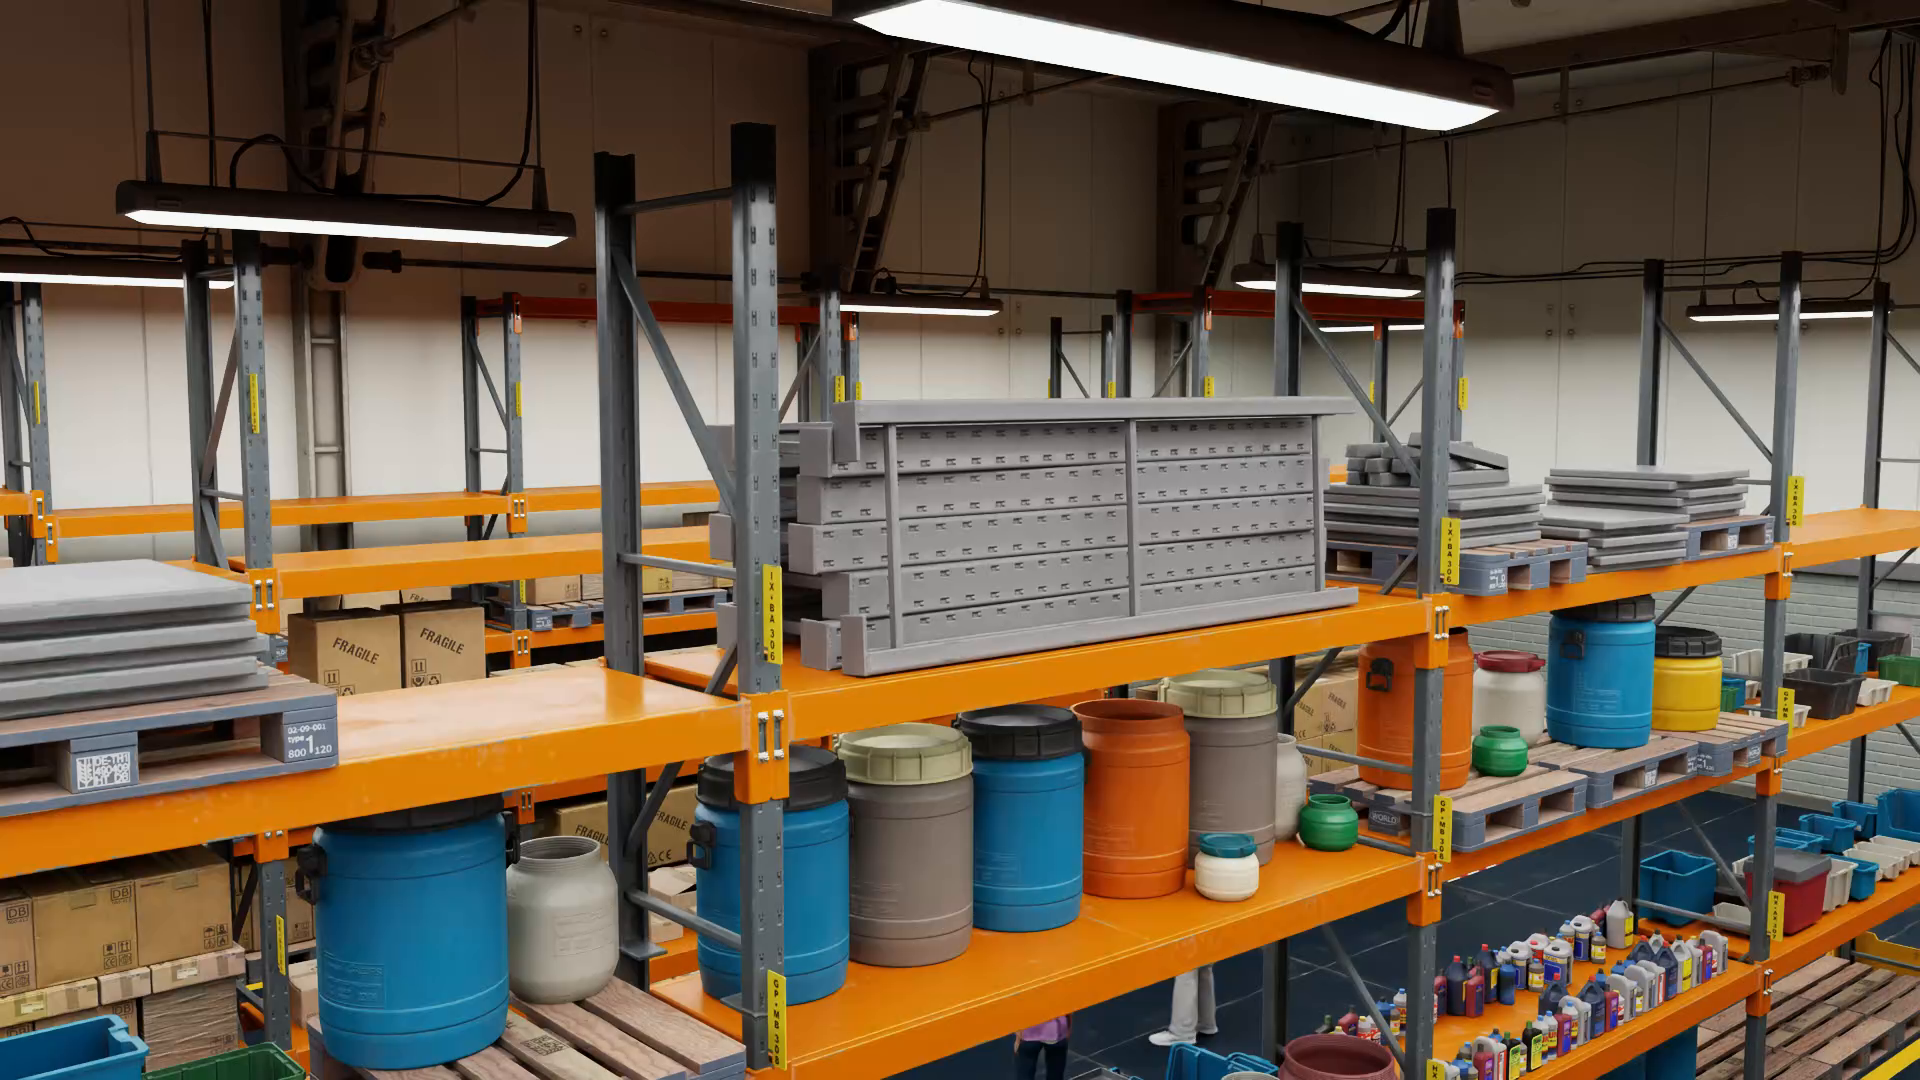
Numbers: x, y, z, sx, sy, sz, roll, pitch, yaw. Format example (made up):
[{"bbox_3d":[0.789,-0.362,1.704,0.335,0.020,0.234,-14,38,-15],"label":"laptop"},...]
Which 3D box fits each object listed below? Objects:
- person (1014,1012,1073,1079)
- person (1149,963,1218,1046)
[{"bbox_3d":[0.563,3.342,11.163,0.416,1.576,0.529,0,5,-4],"label":"person"},{"bbox_3d":[1.817,3.044,13.106,0.474,1.787,0.605,3,6,28],"label":"person"}]
